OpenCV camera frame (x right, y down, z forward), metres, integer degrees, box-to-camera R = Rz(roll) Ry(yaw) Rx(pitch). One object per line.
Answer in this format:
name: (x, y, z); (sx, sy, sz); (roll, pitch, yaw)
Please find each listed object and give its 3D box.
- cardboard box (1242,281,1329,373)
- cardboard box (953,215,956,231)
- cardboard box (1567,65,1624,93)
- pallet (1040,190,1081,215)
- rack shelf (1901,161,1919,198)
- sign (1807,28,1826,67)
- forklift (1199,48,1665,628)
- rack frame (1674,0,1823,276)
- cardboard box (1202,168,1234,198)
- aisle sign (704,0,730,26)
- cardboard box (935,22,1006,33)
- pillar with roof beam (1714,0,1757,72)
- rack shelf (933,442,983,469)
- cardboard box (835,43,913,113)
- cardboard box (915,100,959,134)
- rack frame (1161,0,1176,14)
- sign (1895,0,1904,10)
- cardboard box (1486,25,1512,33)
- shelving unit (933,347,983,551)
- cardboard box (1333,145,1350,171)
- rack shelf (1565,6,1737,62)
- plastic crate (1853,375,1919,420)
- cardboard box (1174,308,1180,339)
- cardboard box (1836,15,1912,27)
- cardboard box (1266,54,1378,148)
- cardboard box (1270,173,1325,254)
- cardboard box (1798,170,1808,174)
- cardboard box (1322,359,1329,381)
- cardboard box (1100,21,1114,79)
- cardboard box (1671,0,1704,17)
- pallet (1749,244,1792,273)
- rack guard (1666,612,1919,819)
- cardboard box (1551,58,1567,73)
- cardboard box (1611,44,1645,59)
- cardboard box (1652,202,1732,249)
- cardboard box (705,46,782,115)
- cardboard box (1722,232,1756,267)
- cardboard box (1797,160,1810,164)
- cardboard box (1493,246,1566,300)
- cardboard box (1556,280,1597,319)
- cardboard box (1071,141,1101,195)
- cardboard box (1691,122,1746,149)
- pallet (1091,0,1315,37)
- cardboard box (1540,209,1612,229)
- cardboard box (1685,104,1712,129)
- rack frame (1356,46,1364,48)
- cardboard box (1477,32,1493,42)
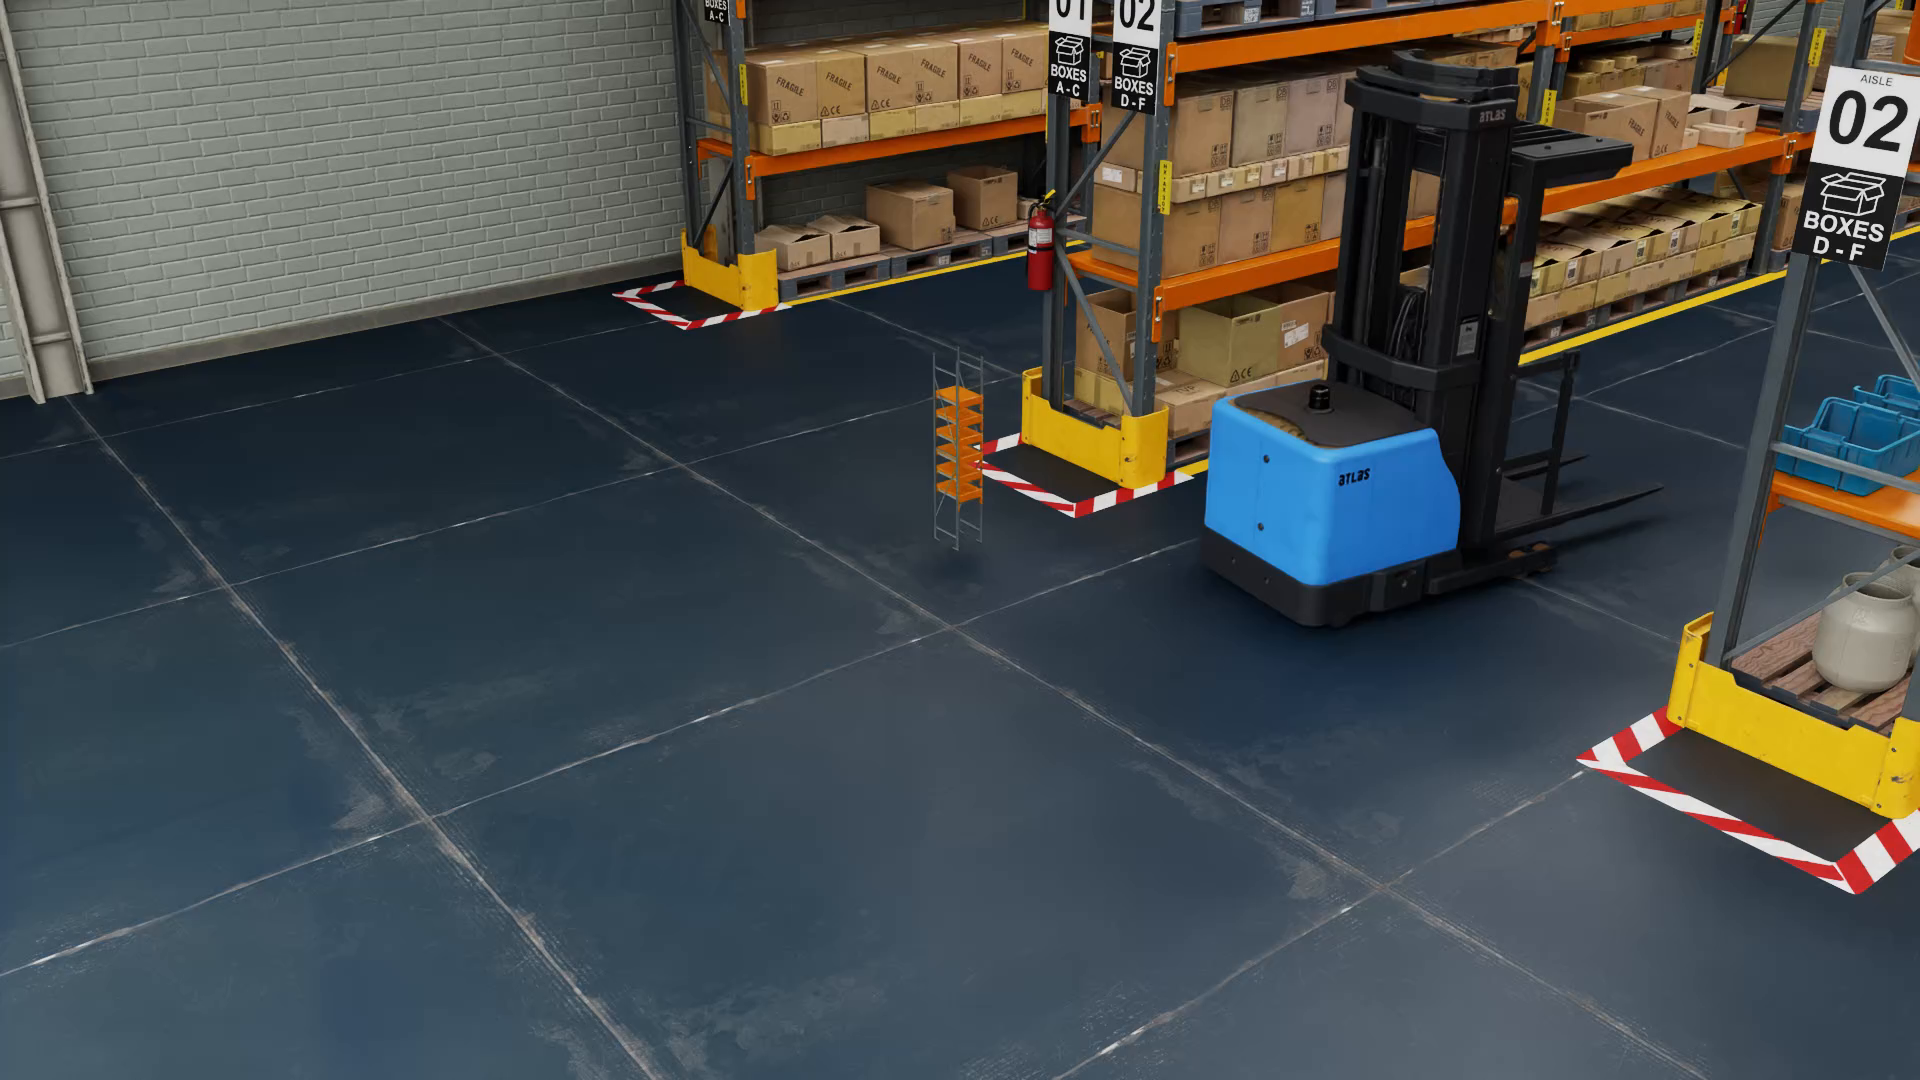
cardboard box: (2.261, -1.543, 11.889); (0.500, 0.500, 0.500); (-18, 31, -34)
cardboard box: (-0.259, -3.106, 16.244); (0.250, 0.149, 0.380); (-21, 32, -38)
cardboard box: (8.356, -6.033, 22.157); (0.500, 0.500, 0.700); (-19, 31, -35)
pallet: (1.624, -3.547, 17.641); (1.213, 0.211, 1.003); (-18, 31, -34)
rack shelf: (5.551, -1.842, 7.947); (4.000, 0.370, 1.077); (-18, 31, -34)
sign: (7.564, -4.350, 14.685); (0.005, 0.325, 0.100); (-18, 31, -34)
forklift: (2.953, -1.280, 9.526); (3.031, 2.935, 1.130); (-13, 28, -26)
rack frame: (7.219, -4.008, 15.323); (0.127, 3.000, 1.000); (-18, 31, -34)
cardboard box: (1.572, -2.369, 10.903); (0.250, 0.149, 0.380); (-19, 31, -35)
aisle sign: (-2.007, -4.631, 13.577); (0.004, 0.787, 0.394); (-18, 31, -34)
cardboard box: (0.104, -4.704, 16.086); (0.500, 0.500, 0.500); (-18, 31, -34)
pillar with roof beam: (14.702, -10.009, 21.127); (0.400, 9.000, 9.100); (-18, 31, -34)
rack shelf: (-0.011, -0.500, 10.008); (0.180, 0.103, 0.258); (-18, 31, -34)
cardboard box: (-0.769, -4.133, 14.855); (0.500, 0.500, 0.500); (-19, 31, -36)
cardboard box: (-0.352, -3.933, 15.316); (0.500, 0.250, 0.500); (-18, 30, -34)
rack frame: (0.924, -4.651, 9.582); (0.127, 3.000, 1.000); (-18, 31, -34)
sign: (10.026, -5.617, 17.762); (0.005, 0.325, 0.100); (-18, 31, -34)
cardboard box: (6.304, -6.409, 20.001); (0.500, 0.500, 0.500); (-18, 30, -34)
shelving unit: (-0.011, -0.540, 9.989); (0.189, 1.200, 0.258); (-18, 31, -34)
cardboard box: (2.576, -2.699, 11.613); (0.250, 0.149, 0.380); (-18, 30, -34)
rack shelf: (8.881, -6.880, 22.366); (4.000, 0.370, 1.077); (-18, 31, -34)
plastic crate: (4.701, -0.616, 8.192); (0.408, 0.251, 0.499); (-18, 31, -34)
cardboard box: (1.940, -1.716, 12.260); (0.500, 0.500, 0.500); (-18, 31, -34)
cardboard box: (9.354, -5.034, 16.916); (0.500, 0.500, 0.700); (-13, 28, -26)
cardboard box: (2.542, -3.094, 11.694); (0.500, 0.500, 0.700); (-18, 31, -34)
cardboard box: (2.104, -2.357, 11.647); (0.500, 0.500, 0.700); (-18, 30, -34)
cardboard box: (8.560, -3.364, 16.381); (0.500, 0.500, 0.500); (-19, 31, -35)
cardboard box: (2.665, -1.328, 12.315); (0.500, 0.250, 0.500); (-18, 31, -34)
cardboard box: (1.434, -4.975, 16.764); (0.500, 0.500, 0.700); (-18, 30, -34)
cardboard box: (9.494, -7.534, 22.563); (0.700, 0.700, 0.980); (-19, 31, -34)
pallet: (7.830, -2.924, 16.301); (1.213, 0.211, 1.003); (-18, 31, -34)
rack guard: (4.008, 0.811, 7.909); (0.348, 0.500, 1.175); (-18, 31, -34)
cardboard box: (7.722, -6.226, 21.803); (0.250, 0.149, 0.380); (-18, 31, -34)
cardboard box: (9.146, -6.698, 22.818); (0.250, 0.149, 0.380); (-18, 30, -33)
cardboard box: (6.554, -2.851, 14.931); (0.500, 0.311, 0.500); (-19, 31, -35)
cardboard box: (-1.896, -4.044, 14.664); (0.500, 0.500, 0.500); (-19, 31, -35)
cardboard box: (6.956, -2.734, 15.344); (0.500, 0.250, 0.500); (-17, 30, -33)
cardboard box: (8.627, -3.667, 17.035); (0.500, 0.500, 0.500); (-20, 31, -36)
cardboard box: (4.551, -2.191, 13.510); (0.500, 0.311, 0.500); (-18, 30, -34)
cardboard box: (4.945, -2.067, 13.908); (0.500, 0.250, 0.500); (-17, 30, -33)
cardboard box: (1.581, -3.871, 17.475); (0.500, 0.500, 0.700); (-17, 30, -32)
cardboard box: (6.682, -3.569, 14.675); (0.250, 0.149, 0.380); (-18, 31, -34)
pallet: (1.496, -3.425, 10.609); (1.213, 0.211, 1.003); (-18, 31, -34)
cardboard box: (5.411, -2.762, 14.739); (0.500, 0.311, 0.500); (-19, 31, -35)
cardboard box: (6.396, -3.799, 14.979); (0.500, 0.311, 0.500); (-19, 31, -35)
rack frame: (4.160, -5.648, 18.856); (0.127, 3.000, 1.000); (-18, 31, -34)
cardboard box: (6.189, -6.085, 20.073); (0.250, 0.149, 0.380); (-19, 31, -35)
